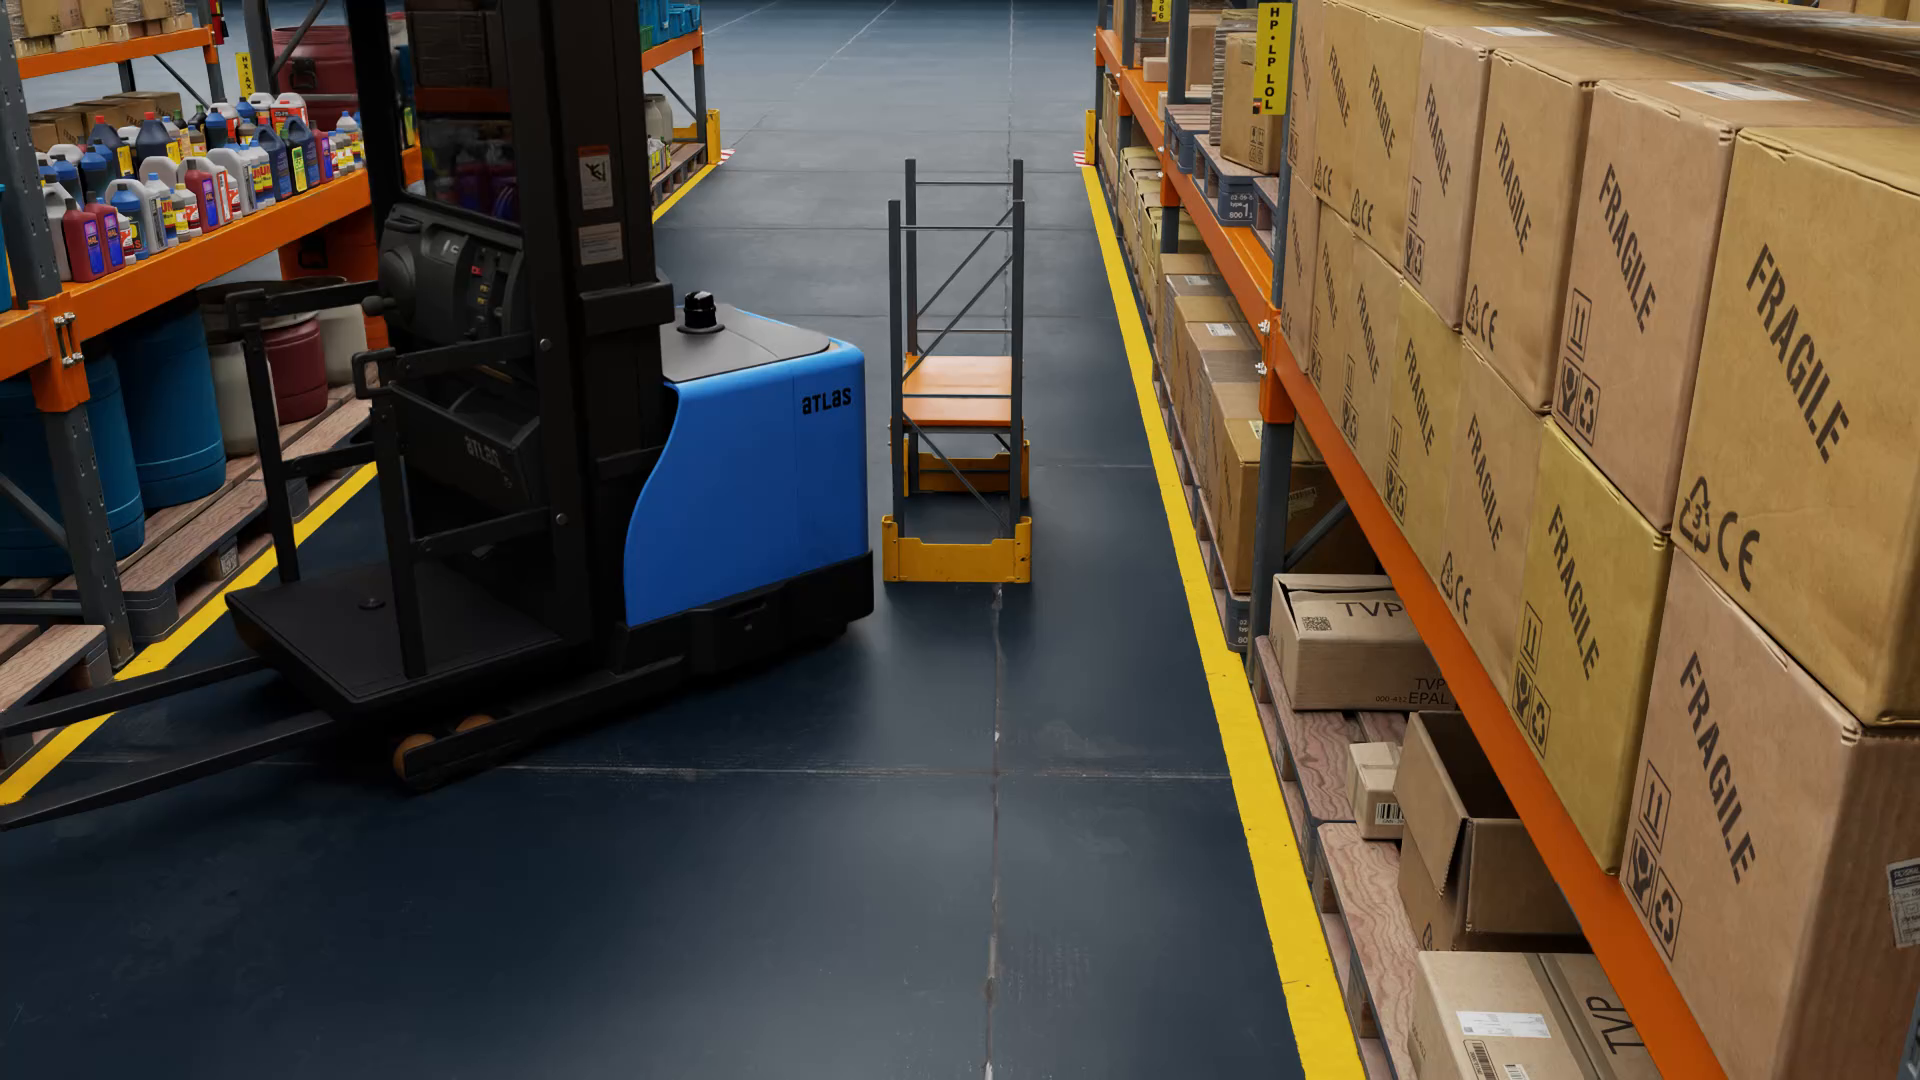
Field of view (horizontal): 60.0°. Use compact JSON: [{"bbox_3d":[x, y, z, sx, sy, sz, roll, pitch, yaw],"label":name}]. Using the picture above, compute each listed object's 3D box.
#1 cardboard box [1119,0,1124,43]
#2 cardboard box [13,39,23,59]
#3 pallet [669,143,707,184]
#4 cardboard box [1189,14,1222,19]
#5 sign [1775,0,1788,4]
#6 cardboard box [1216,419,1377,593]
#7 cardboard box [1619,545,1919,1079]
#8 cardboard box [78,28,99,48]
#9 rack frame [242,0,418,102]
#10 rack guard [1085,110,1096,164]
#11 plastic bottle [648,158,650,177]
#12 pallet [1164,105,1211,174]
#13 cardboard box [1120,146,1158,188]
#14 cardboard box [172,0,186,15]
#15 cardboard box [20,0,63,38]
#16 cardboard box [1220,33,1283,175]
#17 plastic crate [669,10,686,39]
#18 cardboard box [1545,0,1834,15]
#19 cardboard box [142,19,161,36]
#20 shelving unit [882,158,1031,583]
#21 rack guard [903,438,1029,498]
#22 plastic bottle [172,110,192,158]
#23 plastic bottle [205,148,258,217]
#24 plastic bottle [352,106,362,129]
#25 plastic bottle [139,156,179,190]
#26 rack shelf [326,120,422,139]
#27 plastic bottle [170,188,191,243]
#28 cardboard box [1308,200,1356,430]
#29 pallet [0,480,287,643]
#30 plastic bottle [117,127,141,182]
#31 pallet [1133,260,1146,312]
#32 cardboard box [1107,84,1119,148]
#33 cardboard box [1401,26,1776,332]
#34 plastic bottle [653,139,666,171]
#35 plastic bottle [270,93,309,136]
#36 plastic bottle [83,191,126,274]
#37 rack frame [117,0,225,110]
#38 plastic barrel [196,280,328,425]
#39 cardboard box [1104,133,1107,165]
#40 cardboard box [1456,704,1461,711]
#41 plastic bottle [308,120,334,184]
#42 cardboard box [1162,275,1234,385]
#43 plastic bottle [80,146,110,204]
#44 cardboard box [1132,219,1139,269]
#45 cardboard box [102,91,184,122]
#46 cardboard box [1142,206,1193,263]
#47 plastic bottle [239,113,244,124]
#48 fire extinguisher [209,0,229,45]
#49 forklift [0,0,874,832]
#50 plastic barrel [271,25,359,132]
[{"bbox_3d":[1.805,-4.756,15.001,0.700,0.500,0.500,1,21,2],"label":"cardboard box"},{"bbox_3d":[-7.832,-3.959,13.433,0.380,0.149,0.250,1,21,2],"label":"cardboard box"},{"bbox_3d":[-3.073,-3.682,16.225,1.003,0.211,1.213,1,21,2],"label":"pallet"},{"bbox_3d":[1.671,-3.199,10.988,0.500,0.500,0.500,1,21,2],"label":"cardboard box"},{"bbox_3d":[6.151,-4.155,12.393,0.100,0.325,0.005,1,21,2],"label":"sign"},{"bbox_3d":[1.227,-0.130,6.064,0.500,0.500,0.500,1,21,1],"label":"cardboard box"},{"bbox_3d":[1.119,0.326,1.903,0.500,0.500,0.500,1,21,3],"label":"cardboard box"},{"bbox_3d":[-7.820,-4.411,14.598,0.380,0.149,0.250,1,21,2],"label":"cardboard box"},{"bbox_3d":[-3.331,-2.411,9.095,1.000,3.000,0.127,1,21,2],"label":"rack frame"},{"bbox_3d":[1.864,-4.091,16.881,1.175,0.500,0.348,1,21,2],"label":"rack guard"},{"bbox_3d":[-2.717,-3.210,14.303,0.061,0.283,0.133,2,21,4],"label":"plastic bottle"},{"bbox_3d":[1.670,-2.020,8.352,1.213,0.211,1.003,1,21,2],"label":"pallet"},{"bbox_3d":[1.481,-2.830,12.621,0.500,0.311,0.500,1,21,2],"label":"cardboard box"},{"bbox_3d":[-8.082,-5.344,16.107,0.875,0.500,0.500,1,21,2],"label":"cardboard box"},{"bbox_3d":[-8.034,-4.439,13.774,0.875,0.500,0.500,1,21,2],"label":"cardboard box"},{"bbox_3d":[1.491,-1.790,6.778,0.700,0.500,0.500,-5,22,-12],"label":"cardboard box"},{"bbox_3d":[-2.829,-4.815,15.497,0.499,0.251,0.408,1,21,2],"label":"plastic crate"},{"bbox_3d":[1.729,-1.050,4.069,0.500,0.500,0.500,0,21,1],"label":"cardboard box"},{"bbox_3d":[-7.828,-4.864,15.765,0.380,0.149,0.250,1,21,2],"label":"cardboard box"},{"bbox_3d":[0.002,-0.727,6.829,0.587,1.500,1.083,1,21,2],"label":"shelving unit"},{"bbox_3d":[0.017,-0.324,7.519,0.587,0.250,0.087,1,21,2],"label":"rack guard"},{"bbox_3d":[-3.738,-1.905,7.953,0.061,0.283,0.133,1,21,2],"label":"plastic bottle"},{"bbox_3d":[-3.022,-1.488,6.890,0.152,0.276,0.135,1,21,2],"label":"plastic bottle"},{"bbox_3d":[-2.951,-2.004,8.226,0.097,0.271,0.097,0,21,0],"label":"plastic bottle"},{"bbox_3d":[-3.181,-1.406,6.678,0.152,0.276,0.135,1,21,2],"label":"plastic bottle"},{"bbox_3d":[-3.270,-2.798,11.089,1.077,0.370,4.000,1,21,2],"label":"rack shelf"},{"bbox_3d":[-3.012,-1.244,6.363,0.097,0.201,0.097,0,21,0],"label":"plastic bottle"},{"bbox_3d":[1.198,-0.589,4.261,0.500,0.500,0.500,1,21,3],"label":"cardboard box"},{"bbox_3d":[-3.387,0.057,6.590,1.003,0.211,1.213,1,21,2],"label":"pallet"},{"bbox_3d":[-3.709,-1.699,7.431,0.152,0.276,0.135,1,21,2],"label":"plastic bottle"},{"bbox_3d":[1.724,-1.792,11.356,1.003,0.211,1.213,1,21,2],"label":"pallet"},{"bbox_3d":[1.577,-3.777,14.801,0.500,0.500,0.500,1,21,2],"label":"cardboard box"},{"bbox_3d":[1.157,-0.695,3.153,0.500,0.500,0.500,1,21,3],"label":"cardboard box"},{"bbox_3d":[-2.740,-3.479,15.005,0.152,0.276,0.135,1,21,2],"label":"plastic bottle"},{"bbox_3d":[-3.515,-2.198,8.719,0.152,0.276,0.135,1,21,2],"label":"plastic bottle"},{"bbox_3d":[-3.011,-1.086,5.843,0.061,0.283,0.133,1,21,2],"label":"plastic bottle"},{"bbox_3d":[-8.038,-5.358,16.690,1.000,3.000,0.127,1,21,2],"label":"rack frame"},{"bbox_3d":[-3.363,-0.897,7.947,0.600,0.588,0.708,1,21,2],"label":"plastic barrel"},{"bbox_3d":[1.598,-3.608,15.402,0.500,0.250,0.500,1,21,2],"label":"cardboard box"},{"bbox_3d":[1.765,0.261,5.057,0.500,0.500,0.500,1,21,2],"label":"cardboard box"},{"bbox_3d":[-2.951,-1.792,7.662,0.061,0.283,0.133,1,21,2],"label":"plastic bottle"},{"bbox_3d":[1.311,-1.044,8.420,0.500,0.500,0.500,0,21,0],"label":"cardboard box"},{"bbox_3d":[-3.600,-1.503,6.933,0.097,0.271,0.097,0,21,0],"label":"plastic bottle"},{"bbox_3d":[1.436,-2.016,11.298,0.500,0.250,0.500,1,21,3],"label":"cardboard box"},{"bbox_3d":[-8.074,-4.163,16.485,0.500,0.500,0.500,5,22,12],"label":"cardboard box"},{"bbox_3d":[1.399,-1.910,10.251,0.500,0.311,0.500,0,21,1],"label":"cardboard box"},{"bbox_3d":[-3.701,-2.088,8.539,0.097,0.201,0.097,0,21,0],"label":"plastic bottle"},{"bbox_3d":[-7.574,-5.358,16.798,0.296,0.674,0.183,1,21,2],"label":"fire extinguisher"},{"bbox_3d":[-1.758,-0.820,5.089,3.031,2.935,1.130,-18,27,-38],"label":"forklift"},{"bbox_3d":[-3.619,-2.645,9.512,0.600,0.536,0.708,1,21,2],"label":"plastic barrel"}]
